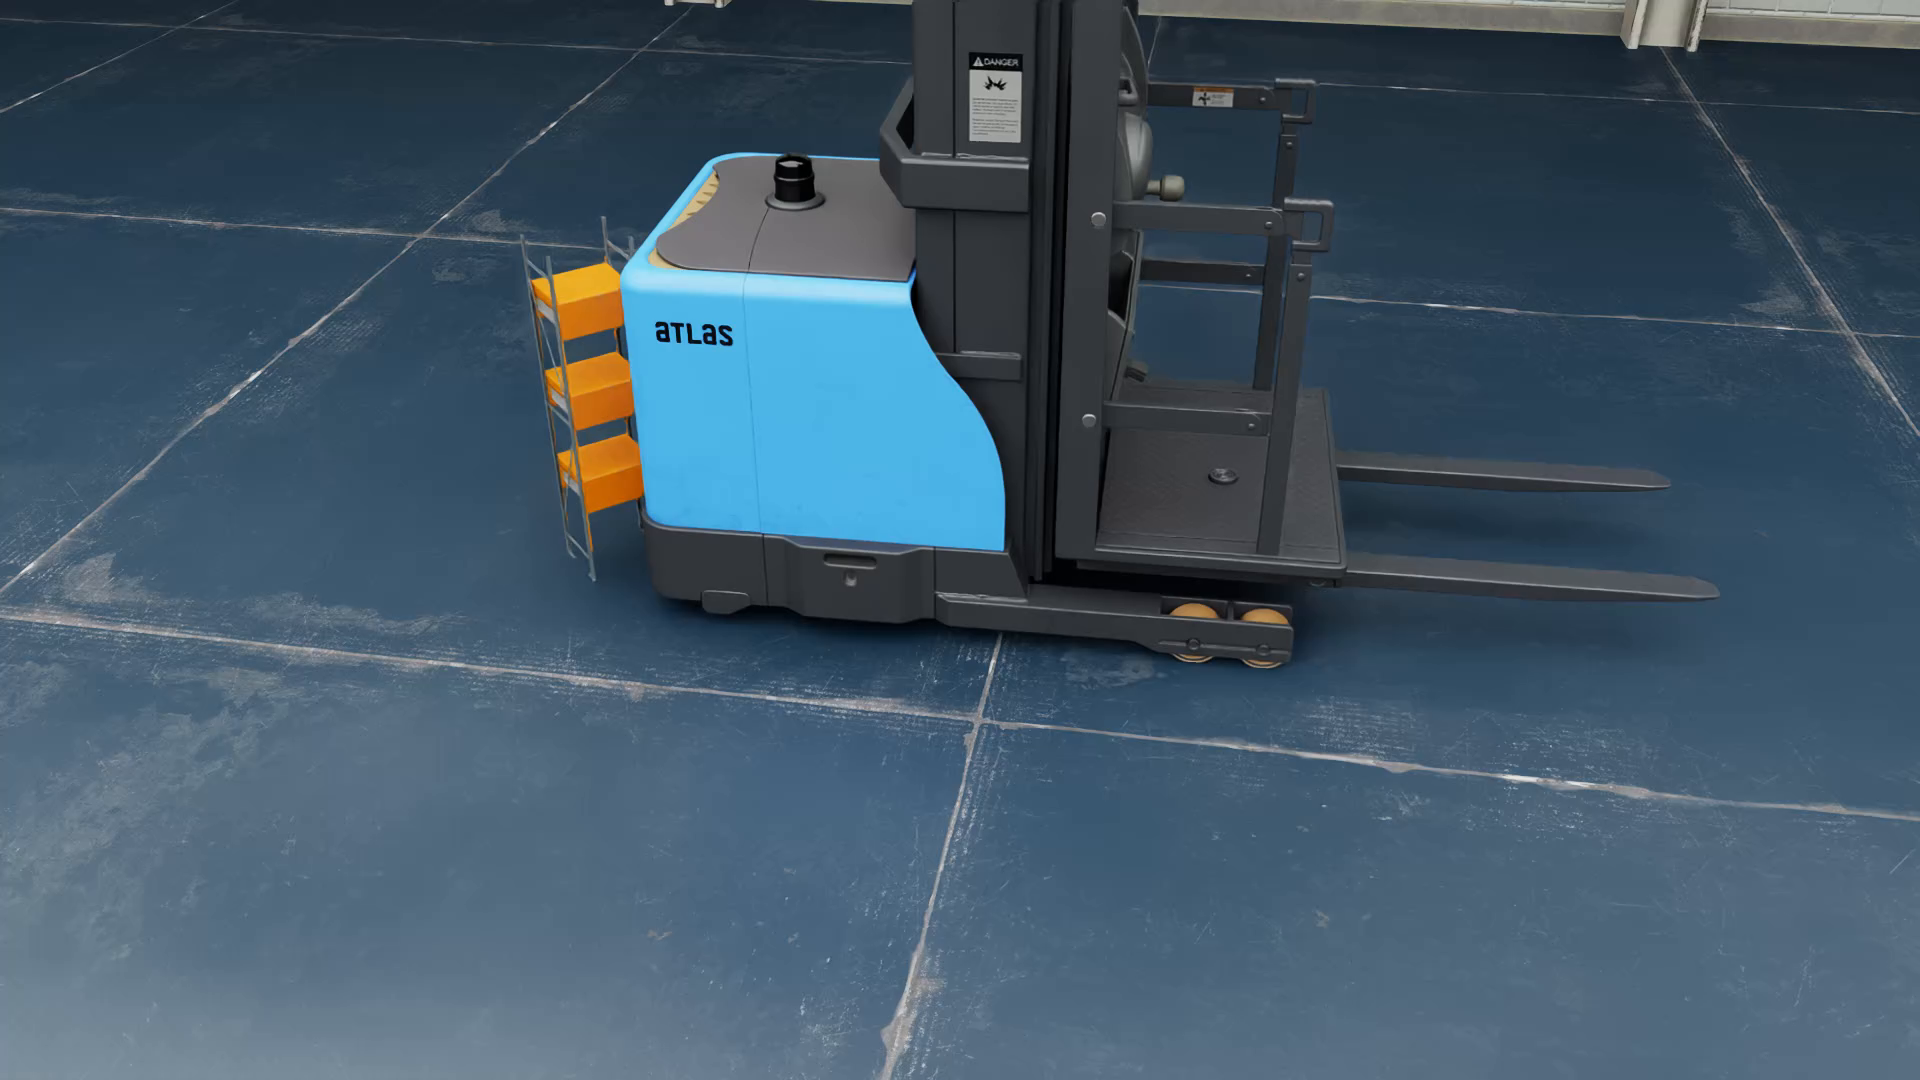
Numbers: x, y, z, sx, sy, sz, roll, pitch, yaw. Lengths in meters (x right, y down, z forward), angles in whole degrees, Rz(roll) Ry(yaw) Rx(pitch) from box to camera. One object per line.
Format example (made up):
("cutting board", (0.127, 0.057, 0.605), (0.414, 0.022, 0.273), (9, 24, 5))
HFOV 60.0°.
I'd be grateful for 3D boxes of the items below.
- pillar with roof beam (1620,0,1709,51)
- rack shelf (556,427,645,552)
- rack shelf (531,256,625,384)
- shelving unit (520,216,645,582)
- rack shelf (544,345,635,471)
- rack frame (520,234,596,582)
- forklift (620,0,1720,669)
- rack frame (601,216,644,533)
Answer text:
("pillar with roof beam", (3.491, -4.568, 4.066), (0.400, 9.000, 9.100), (5, 32, 8))
("rack shelf", (-1.065, -0.155, 5.052), (0.240, 0.259, 0.215), (-20, 37, -29))
("rack shelf", (-1.066, -0.631, 4.753), (0.240, 0.259, 0.215), (-20, 37, -29))
("shelving unit", (-1.065, -0.400, 4.898), (0.252, 1.050, 0.215), (-20, 37, -29))
("rack shelf", (-1.065, -0.391, 4.904), (0.240, 0.259, 0.215), (-20, 37, -29))
("rack frame", (-1.166, -0.363, 4.840), (0.008, 1.050, 0.200), (-20, 37, -29))
("forklift", (0.641, -1.183, 4.377), (3.031, 2.935, 1.130), (4, 32, 7))
("rack frame", (-0.964, -0.437, 4.957), (0.008, 1.050, 0.200), (-20, 37, -29))
